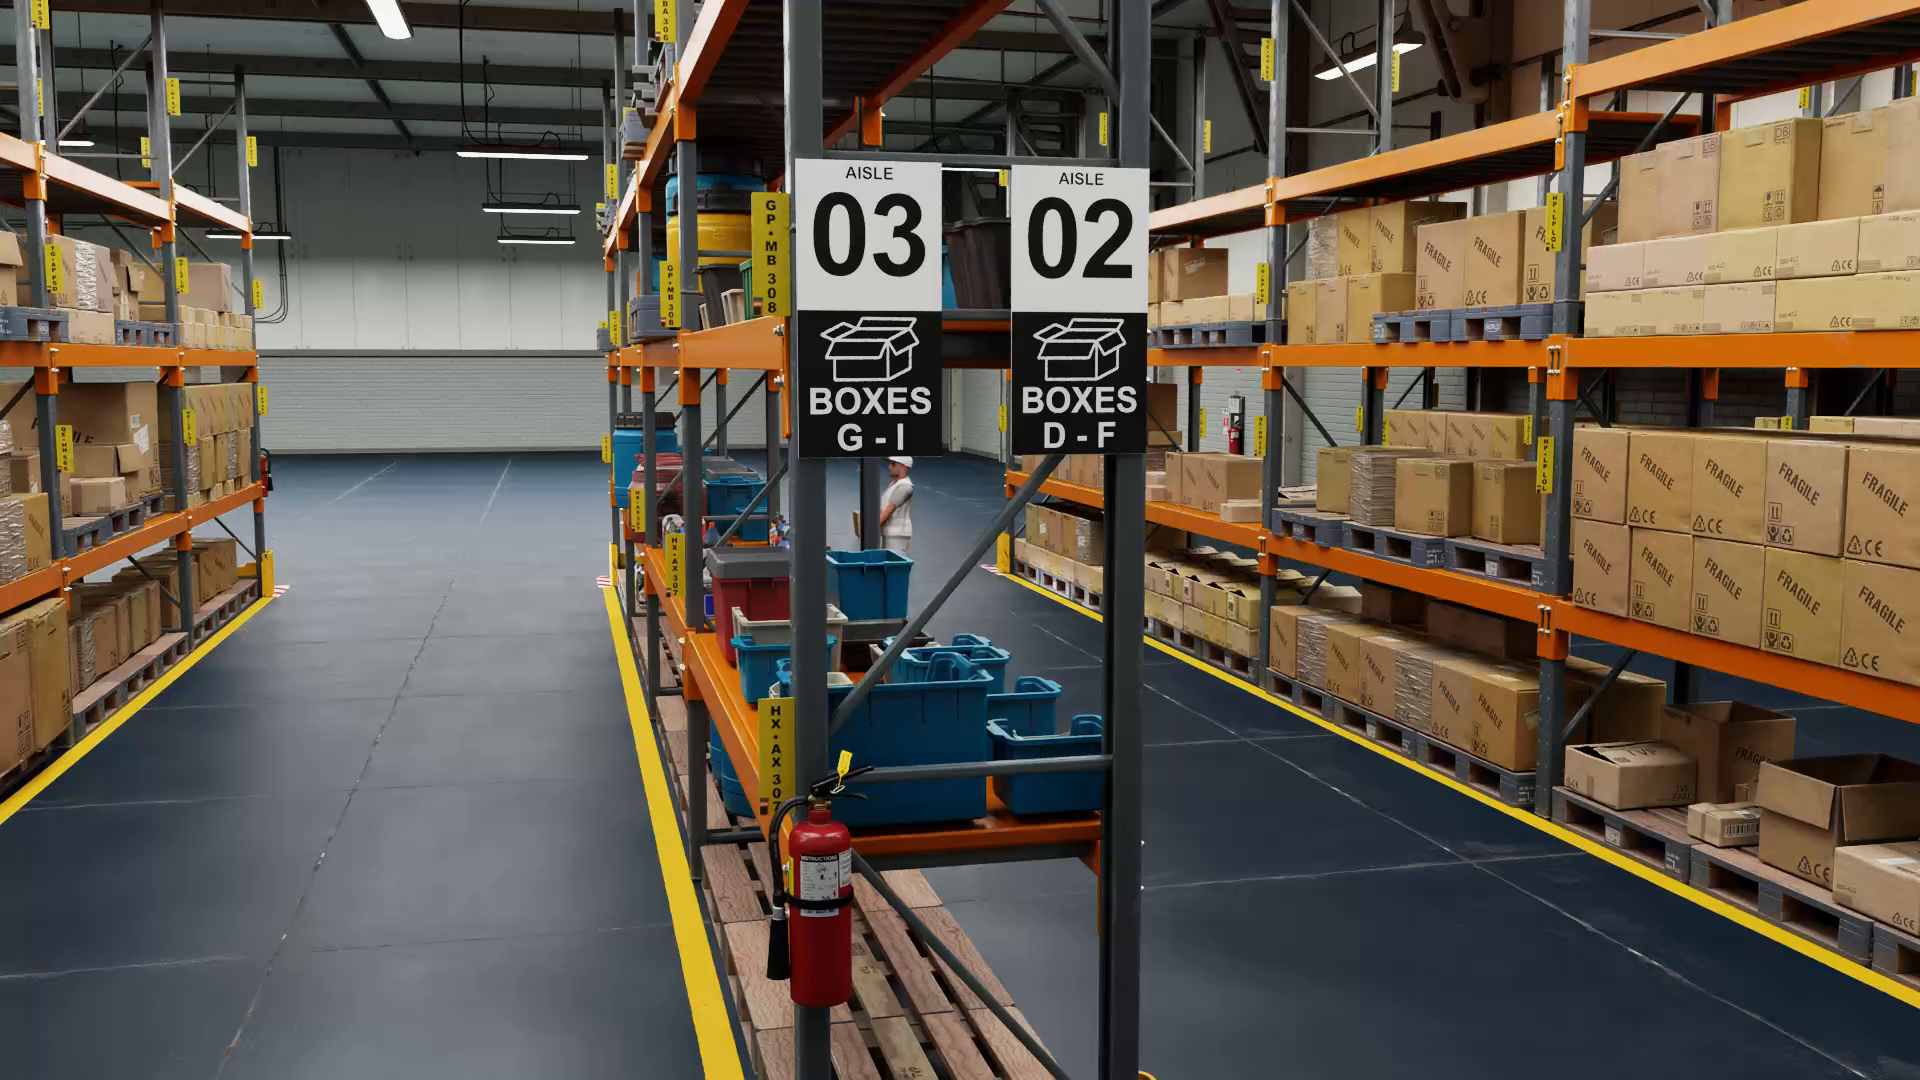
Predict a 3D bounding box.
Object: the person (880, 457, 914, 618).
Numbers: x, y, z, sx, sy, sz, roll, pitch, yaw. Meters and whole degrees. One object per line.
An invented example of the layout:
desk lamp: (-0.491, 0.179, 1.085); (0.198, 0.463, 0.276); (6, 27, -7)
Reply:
person: (-0.694, -0.019, 16.938); (0.435, 1.793, 0.519); (-2, 6, -14)
